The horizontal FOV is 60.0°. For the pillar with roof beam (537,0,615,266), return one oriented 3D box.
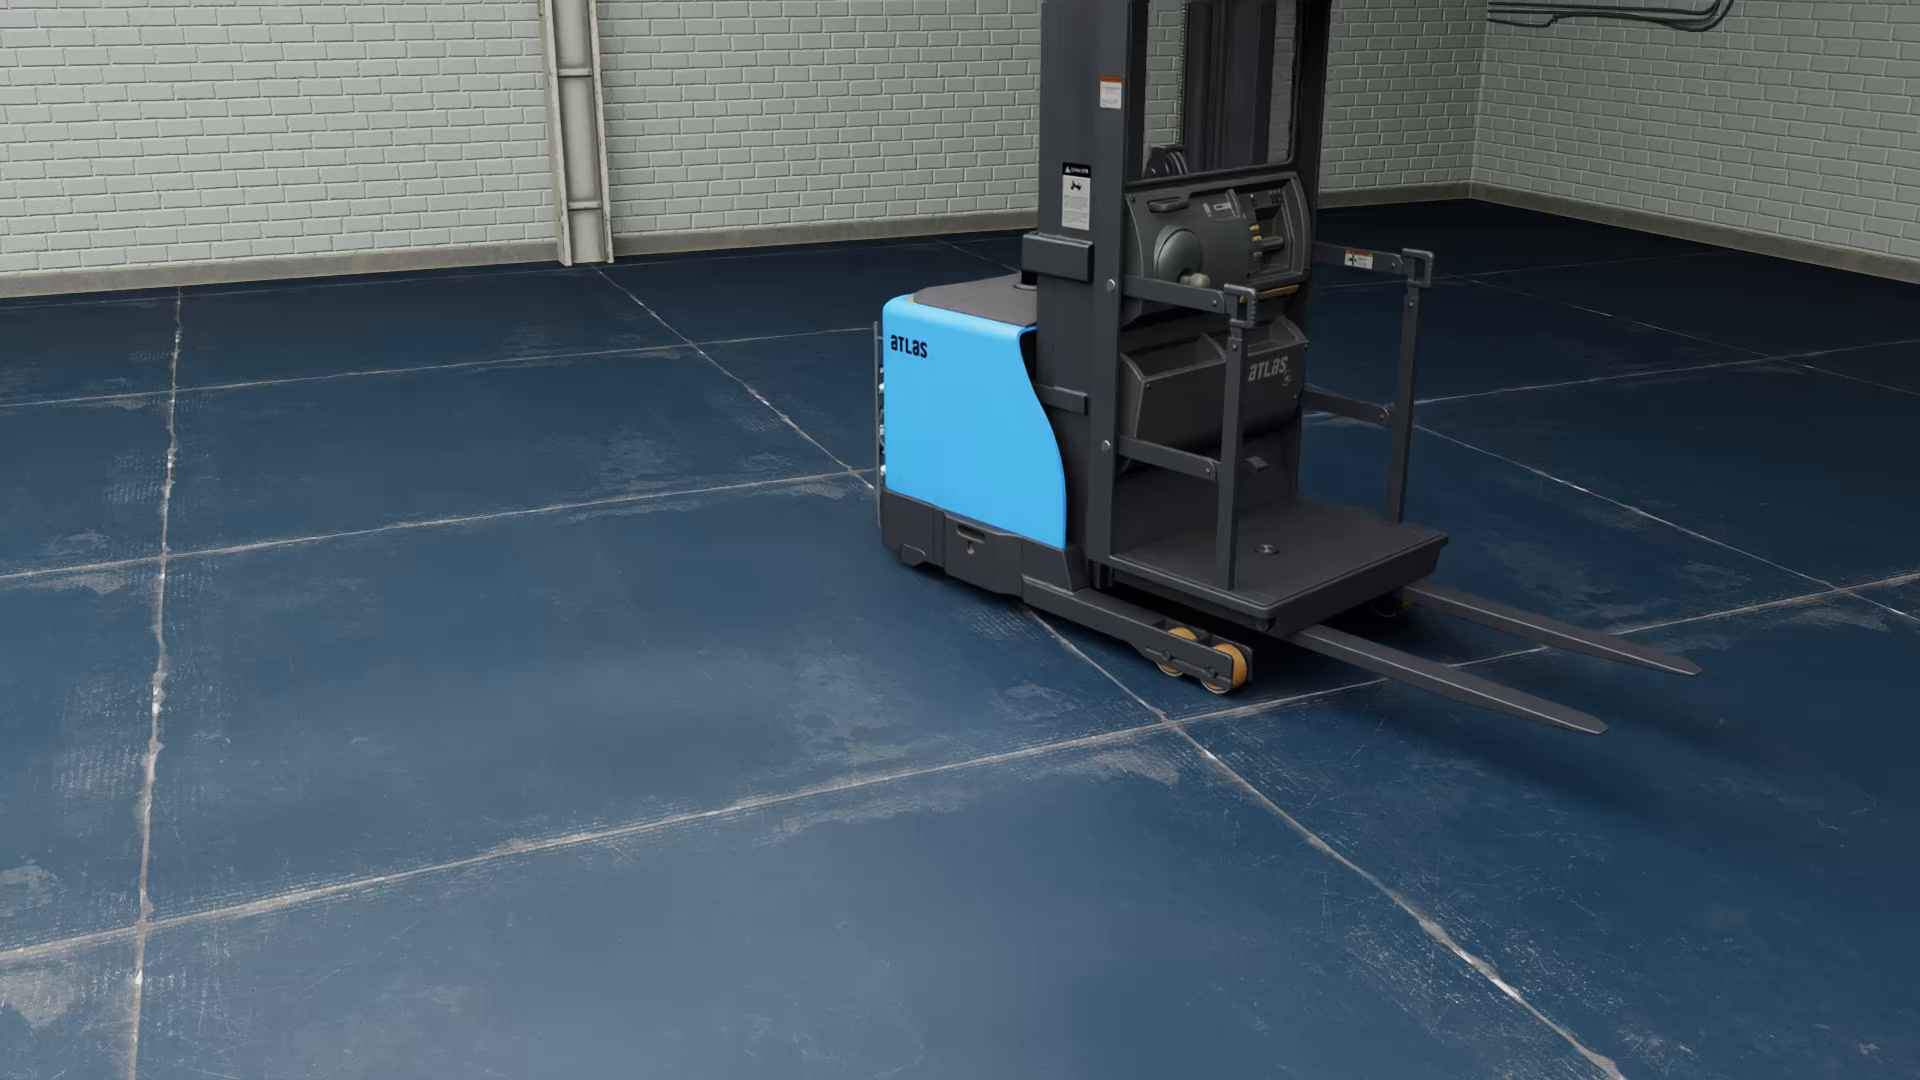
[{"bbox_3d":[-1.312,-5.185,8.198,0.400,9.000,9.100,-8,21,-22],"label":"pillar with roof beam"}]

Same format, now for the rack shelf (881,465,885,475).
[{"bbox_3d":[-0.199,-0.270,7.076,0.200,0.077,0.258,-15,25,-37],"label":"rack shelf"}]

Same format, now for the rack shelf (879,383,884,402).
[{"bbox_3d":[-0.199,-0.610,6.957,0.200,0.077,0.258,-15,25,-37],"label":"rack shelf"}]

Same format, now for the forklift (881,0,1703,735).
[{"bbox_3d":[1.052,-1.060,5.618,1.130,2.935,3.031,-17,26,-40],"label":"forklift"}]

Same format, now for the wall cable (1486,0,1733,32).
[{"bbox_3d":[5.721,-5.806,14.639,0.112,2.526,3.097,-8,21,-22],"label":"wall cable"}]

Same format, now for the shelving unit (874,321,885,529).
[{"bbox_3d":[-0.199,-0.471,7.005,0.210,0.900,0.258,-15,25,-37],"label":"shelving unit"}]

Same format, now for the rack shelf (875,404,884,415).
[{"bbox_3d":[-0.199,-0.525,6.987,0.200,0.077,0.258,-15,25,-37],"label":"rack shelf"}]

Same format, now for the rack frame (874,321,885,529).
[{"bbox_3d":[-0.277,-0.450,6.944,0.006,0.900,0.240,-15,25,-37],"label":"rack frame"}]

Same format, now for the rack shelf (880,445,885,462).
[{"bbox_3d":[-0.199,-0.355,7.046,0.200,0.077,0.258,-15,25,-37],"label":"rack shelf"}]

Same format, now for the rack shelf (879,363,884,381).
[{"bbox_3d":[-0.199,-0.694,6.927,0.200,0.077,0.258,-15,25,-37],"label":"rack shelf"}]

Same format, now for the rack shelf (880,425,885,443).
[{"bbox_3d":[-0.199,-0.440,7.016,0.200,0.077,0.258,-15,25,-37],"label":"rack shelf"}]
